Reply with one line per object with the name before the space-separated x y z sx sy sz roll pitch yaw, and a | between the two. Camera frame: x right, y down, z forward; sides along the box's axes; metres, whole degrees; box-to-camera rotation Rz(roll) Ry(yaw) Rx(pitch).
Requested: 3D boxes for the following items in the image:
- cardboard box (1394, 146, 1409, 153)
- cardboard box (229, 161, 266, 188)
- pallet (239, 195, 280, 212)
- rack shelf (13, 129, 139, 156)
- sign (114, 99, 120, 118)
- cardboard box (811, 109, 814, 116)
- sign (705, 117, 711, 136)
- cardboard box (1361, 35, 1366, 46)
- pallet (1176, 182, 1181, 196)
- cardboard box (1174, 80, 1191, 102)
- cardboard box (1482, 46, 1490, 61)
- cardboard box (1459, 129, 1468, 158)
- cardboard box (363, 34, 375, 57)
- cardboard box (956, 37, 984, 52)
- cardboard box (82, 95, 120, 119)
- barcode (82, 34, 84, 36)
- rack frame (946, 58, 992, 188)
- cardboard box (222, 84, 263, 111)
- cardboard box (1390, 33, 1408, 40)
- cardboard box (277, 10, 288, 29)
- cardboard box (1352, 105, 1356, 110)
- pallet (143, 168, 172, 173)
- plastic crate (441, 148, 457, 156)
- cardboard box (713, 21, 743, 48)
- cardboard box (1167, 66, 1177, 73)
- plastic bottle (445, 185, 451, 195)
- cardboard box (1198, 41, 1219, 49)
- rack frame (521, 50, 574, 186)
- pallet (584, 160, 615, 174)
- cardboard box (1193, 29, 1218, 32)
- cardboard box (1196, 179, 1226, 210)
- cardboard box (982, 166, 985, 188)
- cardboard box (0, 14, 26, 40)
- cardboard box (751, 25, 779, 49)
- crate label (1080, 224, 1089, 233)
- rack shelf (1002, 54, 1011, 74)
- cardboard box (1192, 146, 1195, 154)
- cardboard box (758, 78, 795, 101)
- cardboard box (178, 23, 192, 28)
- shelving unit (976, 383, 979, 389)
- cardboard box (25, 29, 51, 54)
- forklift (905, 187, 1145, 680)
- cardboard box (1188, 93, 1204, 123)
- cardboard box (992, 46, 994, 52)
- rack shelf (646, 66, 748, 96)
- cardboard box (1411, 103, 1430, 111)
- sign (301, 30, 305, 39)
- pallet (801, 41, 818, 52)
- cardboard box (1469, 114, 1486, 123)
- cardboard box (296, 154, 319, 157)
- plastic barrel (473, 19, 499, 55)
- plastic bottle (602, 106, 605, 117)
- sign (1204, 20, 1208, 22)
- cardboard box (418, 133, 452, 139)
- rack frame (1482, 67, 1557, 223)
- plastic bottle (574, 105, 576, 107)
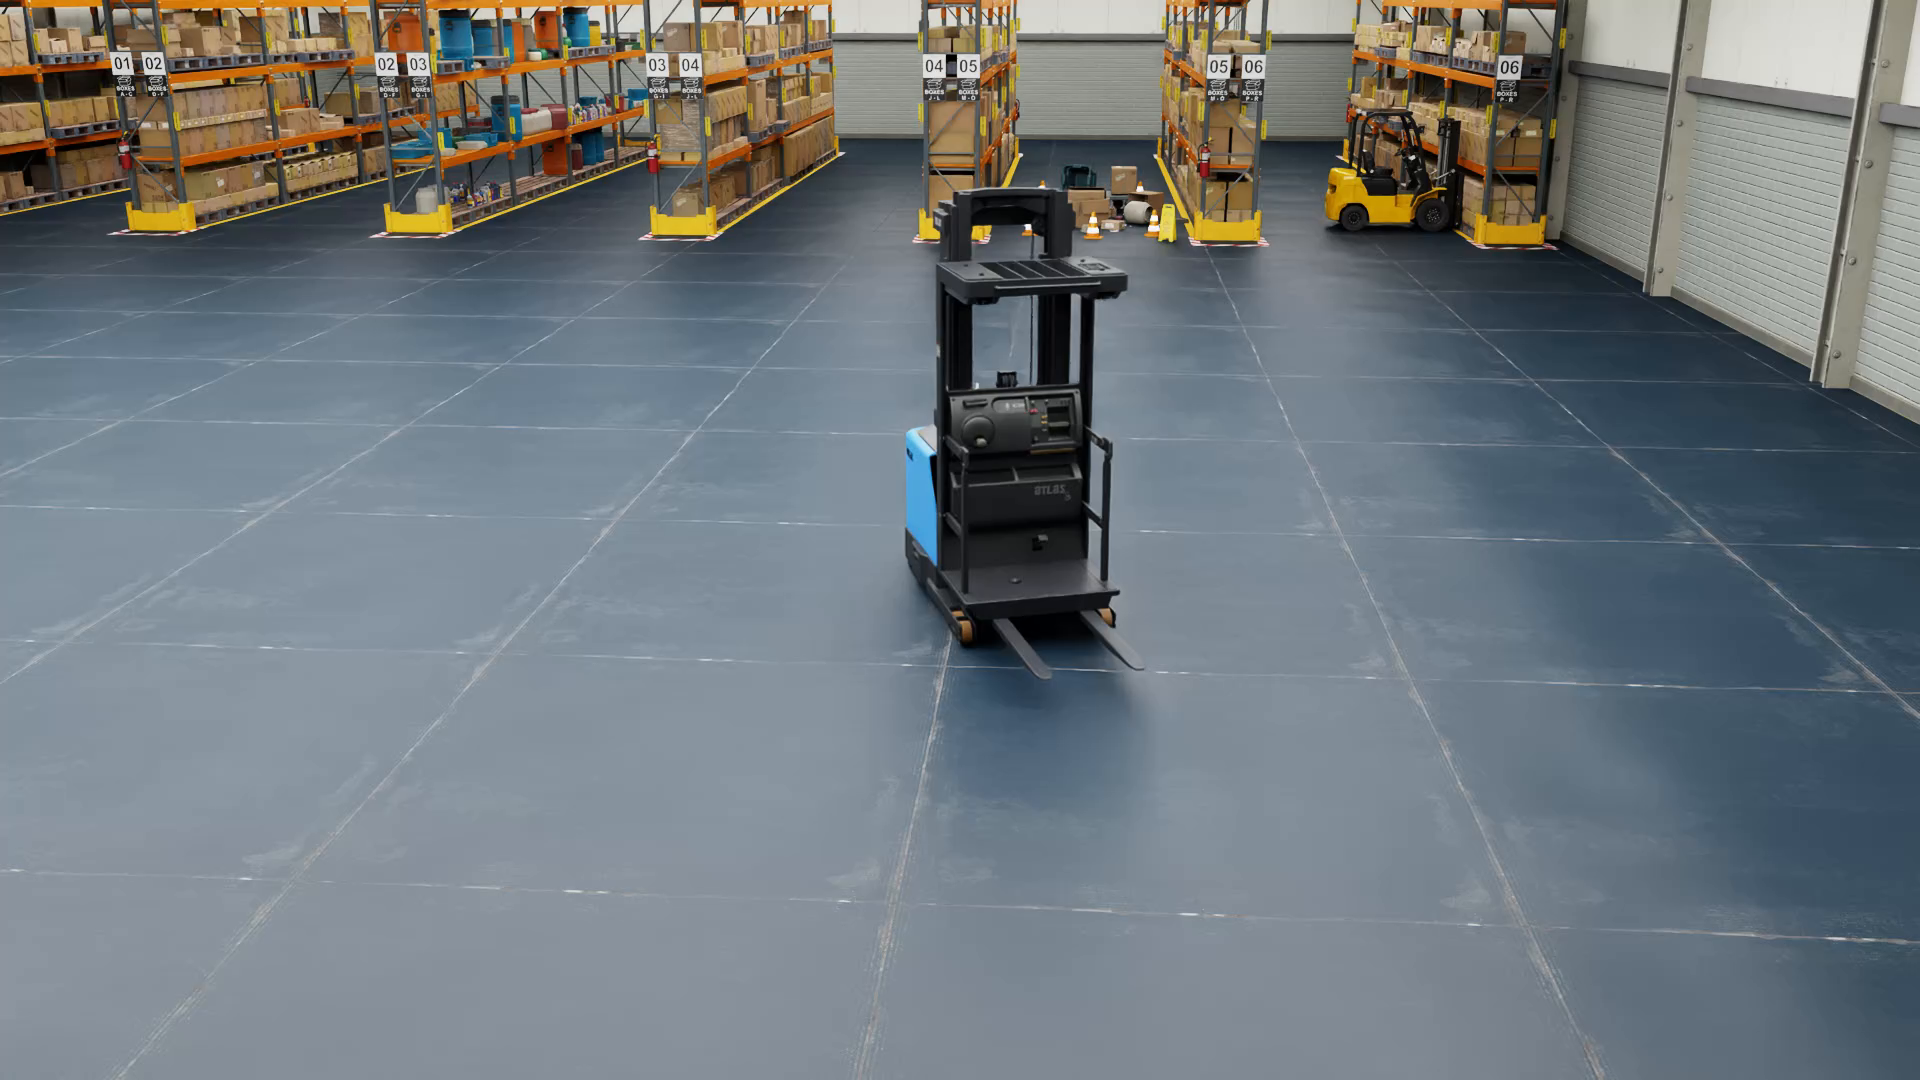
cardboard box | 10.240 -9.005 38.385 0.380 0.149 0.250 1 18 3
cardboard box | -14.542 -7.457 33.901 0.500 0.500 0.500 1 18 4
pallet | -14.778 -6.941 34.266 1.003 0.211 1.213 1 18 4
rack shelf | -19.477 -8.901 36.924 1.077 0.370 4.000 1 18 4
sign | -15.506 -7.949 30.624 0.100 0.325 0.005 1 18 4
cardboard box | -3.872 -10.739 41.784 0.380 0.149 0.250 1 18 4
sign | -4.544 -7.447 29.941 0.100 0.325 0.005 1 18 4
cardboard box | 10.528 -12.732 42.409 0.500 0.250 0.500 1 18 2
pallet | 5.315 -7.743 36.714 1.003 0.211 1.213 1 18 4
cardboard box | 5.263 -10.470 38.793 0.500 0.500 0.500 1 18 3
cardboard box | 9.525 -8.668 29.622 0.396 0.266 0.258 1 18 4
cardboard box | 9.632 -7.399 31.026 0.500 0.500 0.500 1 18 4
cardboard box | -14.321 -11.683 39.283 0.910 0.500 0.500 1 18 4
cardboard box | 0.180 -8.950 30.029 0.500 0.250 0.500 1 18 3
cardboard box | -19.370 -9.800 37.646 0.700 0.500 0.500 0 18 -1
barcode | -19.945 -11.465 37.814 0.001 0.075 0.075 1 18 4
rack frame | 0.141 -8.147 33.470 1.000 3.000 0.127 1 18 4
cardboard box | -14.705 -9.038 33.944 0.700 0.500 0.500 1 18 4
cardboard box | 10.100 -11.575 38.205 0.380 0.149 0.250 1 18 4
cardboard box | -18.540 -14.072 44.937 0.500 0.500 0.500 1 18 4
cardboard box | 10.600 -11.470 44.015 0.380 0.149 0.250 1 18 3
pallet | -19.202 -8.782 39.884 1.003 0.211 1.213 1 18 4
plastic crate | -9.640 -7.303 31.318 0.298 0.136 0.250 1 18 4
cardboard box | -4.577 -9.996 32.853 0.500 0.500 0.500 1 18 2
cardboard box | 5.491 -12.041 42.546 0.380 0.149 0.250 1 18 3
plastic bottle | -10.255 -6.918 33.267 0.144 0.351 0.185 1 18 3
cardboard box | 4.707 -9.340 31.417 0.380 0.149 0.250 1 18 2
rack frame | -9.452 -9.642 38.033 1.000 3.000 0.127 1 18 4
pallet | -9.262 -9.321 41.530 1.003 0.211 1.213 1 18 4
cardboard box | 5.052 -10.360 34.169 0.500 0.250 0.500 2 18 5
cardboard box | 4.596 -6.330 30.461 0.500 0.500 0.500 1 18 4
cardboard box | 0.026 -7.144 33.145 0.875 0.875 0.875 2 18 5
cardboard box | -19.386 -10.417 33.782 0.500 0.500 0.500 0 18 -1
cardboard box | -4.297 -11.089 36.666 0.500 0.500 0.500 2 18 5
crate label | 2.406 -5.793 30.882 0.250 0.136 0.298 -9 20 -25
rack shelf | 0.572 -11.094 38.803 1.077 0.370 4.000 1 18 4
cardboard box | 4.642 -7.461 31.780 0.380 0.149 0.250 1 18 4
cardboard box | -4.352 -10.694 39.469 0.797 0.503 0.637 2 18 6
cardboard box | -19.195 -12.343 40.589 0.700 0.500 0.500 1 18 3
shelving unit | 0.012 -0.622 13.393 0.258 1.200 0.503 1 18 4
cardboard box | -19.501 -10.462 34.881 0.500 0.500 0.500 4 19 12
forklift | 0.442 -0.816 11.205 1.130 2.935 3.031 -5 19 -14
cardboard box | 4.596 -7.971 30.689 0.700 0.500 0.500 1 18 3
cardboard box | 0.501 -10.130 34.272 0.380 0.149 0.250 1 18 4
rack shelf | -4.942 -8.752 31.653 1.077 0.370 4.000 1 18 4
cardboard box | 9.989 -9.381 36.034 0.380 0.149 0.250 2 18 5
sign | -14.933 -11.438 37.865 0.100 0.325 0.005 1 18 4
pallet | -4.156 -12.411 41.808 1.003 0.211 1.213 1 18 4
cardboard box | 9.557 -7.728 30.511 0.380 0.149 0.250 2 18 5
cardboard box | -14.752 -8.594 37.675 0.500 0.311 0.500 1 18 3
plastic barrel | -9.872 -10.430 34.813 0.600 0.901 0.600 0 18 0
plastic bottle | -8.842 -10.627 41.225 0.061 0.283 0.133 1 18 4
sign | 6.486 -13.587 43.960 0.100 0.325 0.005 1 18 4
cardboard box | -13.976 -10.603 44.267 0.797 0.503 0.637 1 18 4
rack frame | 9.750 -6.716 29.103 1.000 3.000 0.127 1 18 4
plastic bottle | -9.617 -10.725 41.524 0.061 0.283 0.133 1 18 4
